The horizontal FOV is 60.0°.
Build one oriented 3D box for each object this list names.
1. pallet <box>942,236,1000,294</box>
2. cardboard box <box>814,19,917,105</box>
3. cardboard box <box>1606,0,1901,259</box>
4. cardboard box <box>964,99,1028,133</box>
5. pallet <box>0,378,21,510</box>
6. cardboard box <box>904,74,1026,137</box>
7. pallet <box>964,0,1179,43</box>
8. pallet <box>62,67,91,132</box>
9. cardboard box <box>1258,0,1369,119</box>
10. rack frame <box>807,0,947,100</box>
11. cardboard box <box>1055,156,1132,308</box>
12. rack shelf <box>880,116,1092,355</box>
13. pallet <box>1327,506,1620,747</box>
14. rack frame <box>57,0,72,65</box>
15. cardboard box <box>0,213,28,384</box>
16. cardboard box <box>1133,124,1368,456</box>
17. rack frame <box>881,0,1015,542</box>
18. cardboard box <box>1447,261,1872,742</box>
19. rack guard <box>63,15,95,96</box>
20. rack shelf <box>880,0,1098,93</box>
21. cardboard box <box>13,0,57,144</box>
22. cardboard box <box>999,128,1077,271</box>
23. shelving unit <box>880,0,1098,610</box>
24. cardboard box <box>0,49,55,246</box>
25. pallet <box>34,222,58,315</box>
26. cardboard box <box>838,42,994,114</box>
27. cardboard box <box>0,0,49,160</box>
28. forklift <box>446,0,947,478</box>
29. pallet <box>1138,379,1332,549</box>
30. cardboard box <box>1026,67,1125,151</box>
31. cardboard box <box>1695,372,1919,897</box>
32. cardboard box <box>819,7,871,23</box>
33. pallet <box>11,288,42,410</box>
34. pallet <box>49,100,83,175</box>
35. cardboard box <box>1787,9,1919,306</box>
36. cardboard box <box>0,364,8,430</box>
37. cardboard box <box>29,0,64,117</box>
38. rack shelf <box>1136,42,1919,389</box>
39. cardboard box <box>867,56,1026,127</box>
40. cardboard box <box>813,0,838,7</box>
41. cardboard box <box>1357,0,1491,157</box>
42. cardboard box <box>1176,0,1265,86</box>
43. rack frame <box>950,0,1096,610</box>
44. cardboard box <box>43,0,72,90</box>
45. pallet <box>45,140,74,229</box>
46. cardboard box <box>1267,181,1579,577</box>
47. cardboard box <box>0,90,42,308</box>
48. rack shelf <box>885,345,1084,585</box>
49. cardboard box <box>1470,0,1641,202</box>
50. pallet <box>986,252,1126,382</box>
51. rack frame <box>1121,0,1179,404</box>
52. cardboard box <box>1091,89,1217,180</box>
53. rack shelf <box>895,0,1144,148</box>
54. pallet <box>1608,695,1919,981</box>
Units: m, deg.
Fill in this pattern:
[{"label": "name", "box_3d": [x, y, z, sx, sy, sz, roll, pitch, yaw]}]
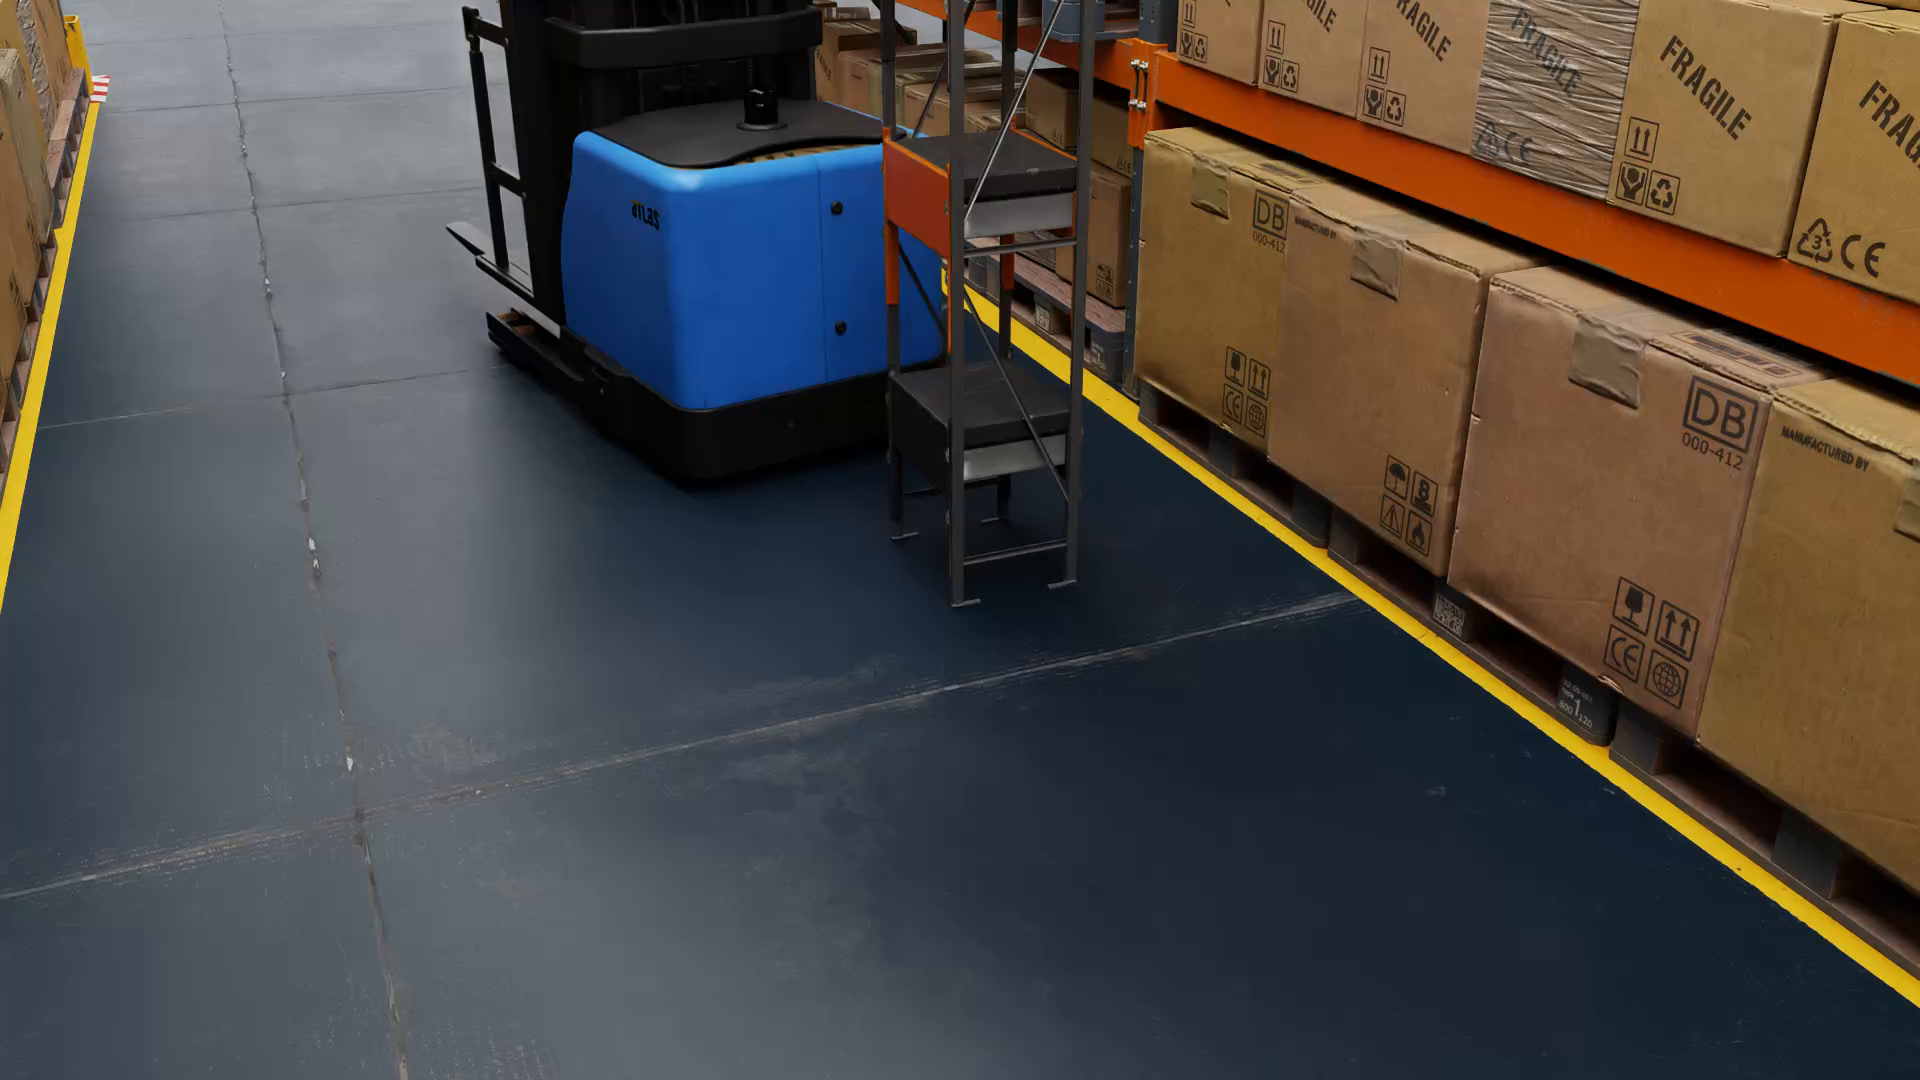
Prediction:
[{"label": "pallet", "box_3d": [0.327, -1.529, 8.141, 1.003, 0.211, 1.213, -11, 28, -21]}, {"label": "cardboard box", "box_3d": [-0.580, -2.823, 9.983, 0.500, 0.500, 0.500, -11, 28, -22]}, {"label": "cardboard box", "box_3d": [1.840, -0.957, 3.677, 0.500, 0.500, 0.500, -11, 28, -21]}, {"label": "cardboard box", "box_3d": [0.368, -1.765, 7.794, 0.700, 0.500, 0.500, -8, 27, -16]}, {"label": "pallet", "box_3d": [-3.737, -0.241, 5.503, 1.003, 0.211, 1.213, -11, 28, -21]}, {"label": "cardboard box", "box_3d": [0.149, -1.990, 8.255, 0.700, 0.500, 0.500, -13, 29, -25]}, {"label": "pallet", "box_3d": [0.729, -2.158, 6.469, 1.213, 0.211, 1.003, -11, 28, -21]}, {"label": "pallet", "box_3d": [-6.245, -2.830, 10.806, 1.003, 0.211, 1.213, -11, 28, -21]}, {"label": "cardboard box", "box_3d": [1.250, -1.569, 4.930, 0.500, 0.500, 0.500, -11, 28, -22]}, {"label": "rack frame", "box_3d": [-0.460, -3.589, 9.182, 1.000, 3.000, 0.127, -11, 28, -21]}, {"label": "cardboard box", "box_3d": [0.825, -1.316, 6.874, 0.700, 0.500, 0.500, -12, 29, -23]}, {"label": "rack shelf", "box_3d": [0.065, -0.864, 4.658, 0.431, 0.518, 0.480, -11, 28, -21]}, {"label": "pallet", "box_3d": [1.819, 0.102, 4.801, 1.003, 0.211, 1.213, -11, 28, -21]}, {"label": "rack frame", "box_3d": [-6.630, -4.393, 10.828, 1.000, 3.000, 0.127, -11, 28, -21]}, {"label": "cardboard box", "box_3d": [-3.999, -0.954, 5.871, 1.050, 0.750, 0.750, -10, 28, -20]}, {"label": "cardboard box", "box_3d": [1.357, -0.926, 5.671, 1.225, 0.875, 0.875, -12, 28, -23]}, {"label": "rack frame", "box_3d": [-0.031, -0.975, 4.854, 0.400, 2.100, 0.015, -11, 28, -21]}, {"label": "cardboard box", "box_3d": [2.053, -0.209, 4.202, 1.225, 0.875, 0.875, -12, 28, -22]}, {"label": "rack guard", "box_3d": [-6.640, -3.279, 11.396, 1.175, 0.500, 0.348, -11, 28, -21]}, {"label": "rack shelf", "box_3d": [0.065, -1.493, 4.351, 0.431, 0.518, 0.480, -11, 28, -21]}, {"label": "cardboard box", "box_3d": [-5.602, -2.641, 9.183, 0.875, 0.875, 0.875, -10, 28, -20]}, {"label": "cardboard box", "box_3d": [0.596, -1.538, 7.328, 0.700, 0.500, 0.500, -13, 29, -25]}, {"label": "shelving unit", "box_3d": [0.065, -0.877, 4.652, 0.431, 2.100, 0.503, -11, 28, -21]}, {"label": "cardboard box", "box_3d": [-4.738, -1.720, 7.440, 1.050, 0.750, 0.750, -11, 28, -21]}, {"label": "pallet", "box_3d": [-4.692, -1.226, 7.521, 1.003, 0.211, 1.213, -11, 28, -21]}, {"label": "cardboard box", "box_3d": [-0.240, -2.412, 9.119, 0.700, 0.500, 0.500, -13, 29, -25]}, {"label": "cardboard box", "box_3d": [-5.246, -2.278, 8.439, 0.875, 0.875, 0.875, -10, 28, -20]}, {"label": "forklift", "box_3d": [-1.280, -2.118, 6.247, 1.130, 2.935, 3.031, -16, 30, -30]}, {"label": "pallet", "box_3d": [1.345, -0.390, 5.808, 1.003, 0.211, 1.213, -11, 28, -21]}, {"label": "cardboard box", "box_3d": [0.599, -1.863, 7.141, 0.500, 0.250, 0.500, -7, 27, -15]}, {"label": "cardboard box", "box_3d": [2.403, 0.152, 3.464, 1.225, 0.875, 0.875, -10, 28, -20]}, {"label": "cardboard box", "box_3d": [-0.812, -3.053, 10.454, 0.500, 0.500, 0.500, -2, 26, -4]}, {"label": "pallet", "box_3d": [-4.211, -0.733, 6.510, 1.003, 0.211, 1.213, -11, 28, -21]}, {"label": "pallet", "box_3d": [-5.771, -2.338, 9.799, 1.003, 0.211, 1.213, -11, 28, -21]}, {"label": "cardboard box", "box_3d": [2.051, -0.747, 3.248, 0.500, 0.500, 0.500, -10, 28, -19]}, {"label": "cardboard box", "box_3d": [-3.653, -0.602, 5.150, 1.050, 0.750, 0.750, -11, 28, -21]}, {"label": "cardboard box", "box_3d": [-5.957, -3.009, 9.938, 0.875, 0.875, 0.875, -11, 28, -21]}, {"label": "rack shelf", "box_3d": [1.889, -0.844, 4.379, 1.077, 0.370, 4.000, -11, 28, -21]}, {"label": "cardboard box", "box_3d": [-0.070, -2.216, 8.718, 0.700, 0.500, 0.500, -11, 28, -21]}, {"label": "cardboard box", "box_3d": [-1.127, -3.290, 10.940, 0.500, 0.500, 0.500, -13, 29, -25]}, {"label": "cardboard box", "box_3d": [1.454, -1.362, 4.507, 0.500, 0.500, 0.500, -11, 28, -22]}, {"label": "cardboard box", "box_3d": [1.046, -1.776, 5.355, 0.500, 0.500, 0.500, -10, 28, -19]}, {"label": "rack frame", "box_3d": [0.160, -0.778, 4.451, 0.400, 2.100, 0.015, -11, 28, -21]}, {"label": "cardboard box", "box_3d": [-6.304, -3.364, 10.664, 0.875, 0.875, 0.875, -10, 28, -20]}, {"label": "pallet", "box_3d": [-5.290, -1.845, 8.788, 1.003, 0.211, 1.213, -11, 28, -21]}, {"label": "cardboard box", "box_3d": [1.699, -0.565, 4.931, 1.225, 0.875, 0.875, -10, 28, -20]}, {"label": "cardboard box", "box_3d": [-4.364, -1.330, 6.641, 1.050, 0.750, 0.750, -11, 28, -21]}, {"label": "rack shelf", "box_3d": [0.065, -0.235, 4.966, 0.431, 0.518, 0.480, -11, 28, -21]}, {"label": "cardboard box", "box_3d": [1.648, -1.160, 4.093, 0.500, 0.500, 0.500, -10, 28, -20]}, {"label": "pallet", "box_3d": [0.801, -1.037, 7.133, 1.003, 0.211, 1.213, -11, 28, -21]}, {"label": "rack frame", "box_3d": [1.106, -1.974, 5.875, 1.000, 3.000, 0.127, -11, 28, -21]}, {"label": "cardboard box", "box_3d": [0.816, -1.651, 6.706, 0.500, 0.250, 0.500, -9, 28, -19]}, {"label": "rack shelf", "box_3d": [0.323, -2.458, 7.686, 1.077, 0.370, 4.000, -11, 28, -21]}, {"label": "pallet", "box_3d": [2.301, 0.595, 3.791, 1.003, 0.211, 1.213, -11, 28, -21]}]
